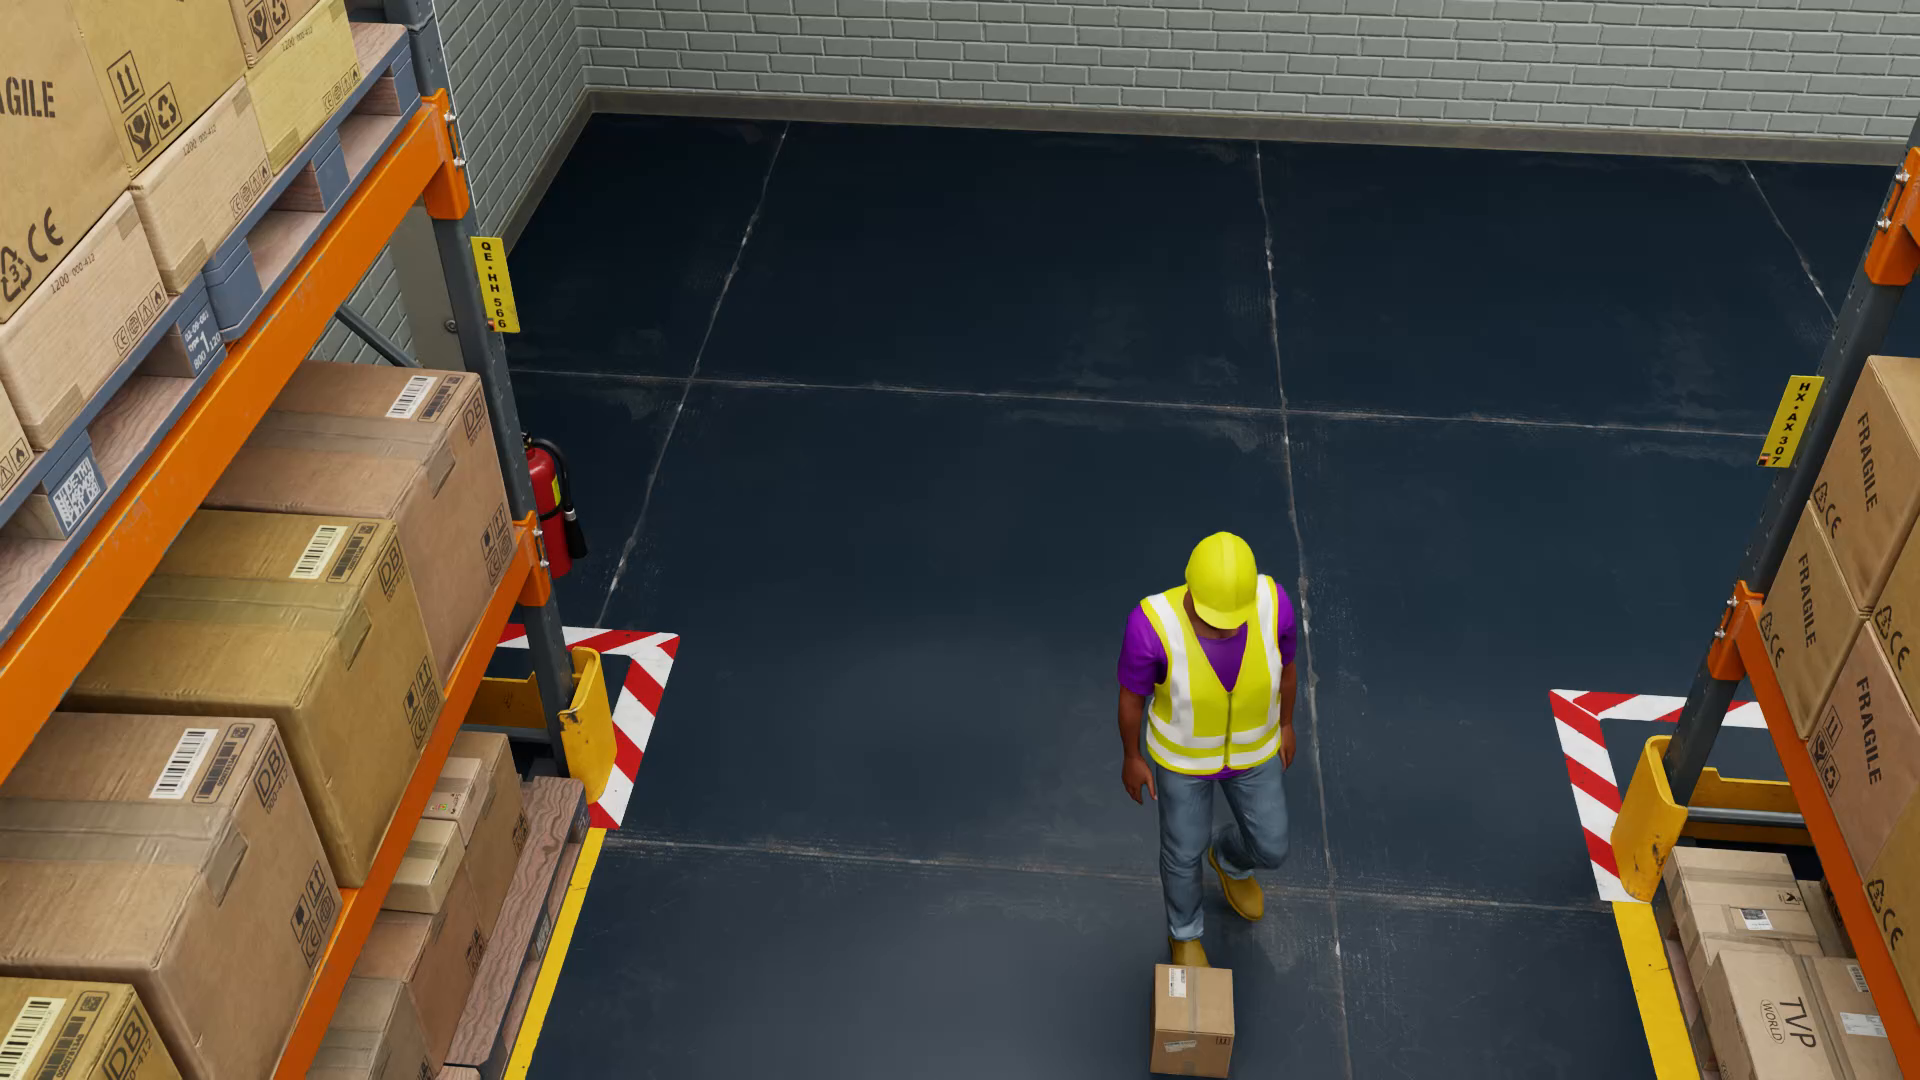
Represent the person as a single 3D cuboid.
[{"bbox_3d":[0.811,0.707,5.256,0.611,1.763,0.532,-6,40,-7],"label":"person"}]
